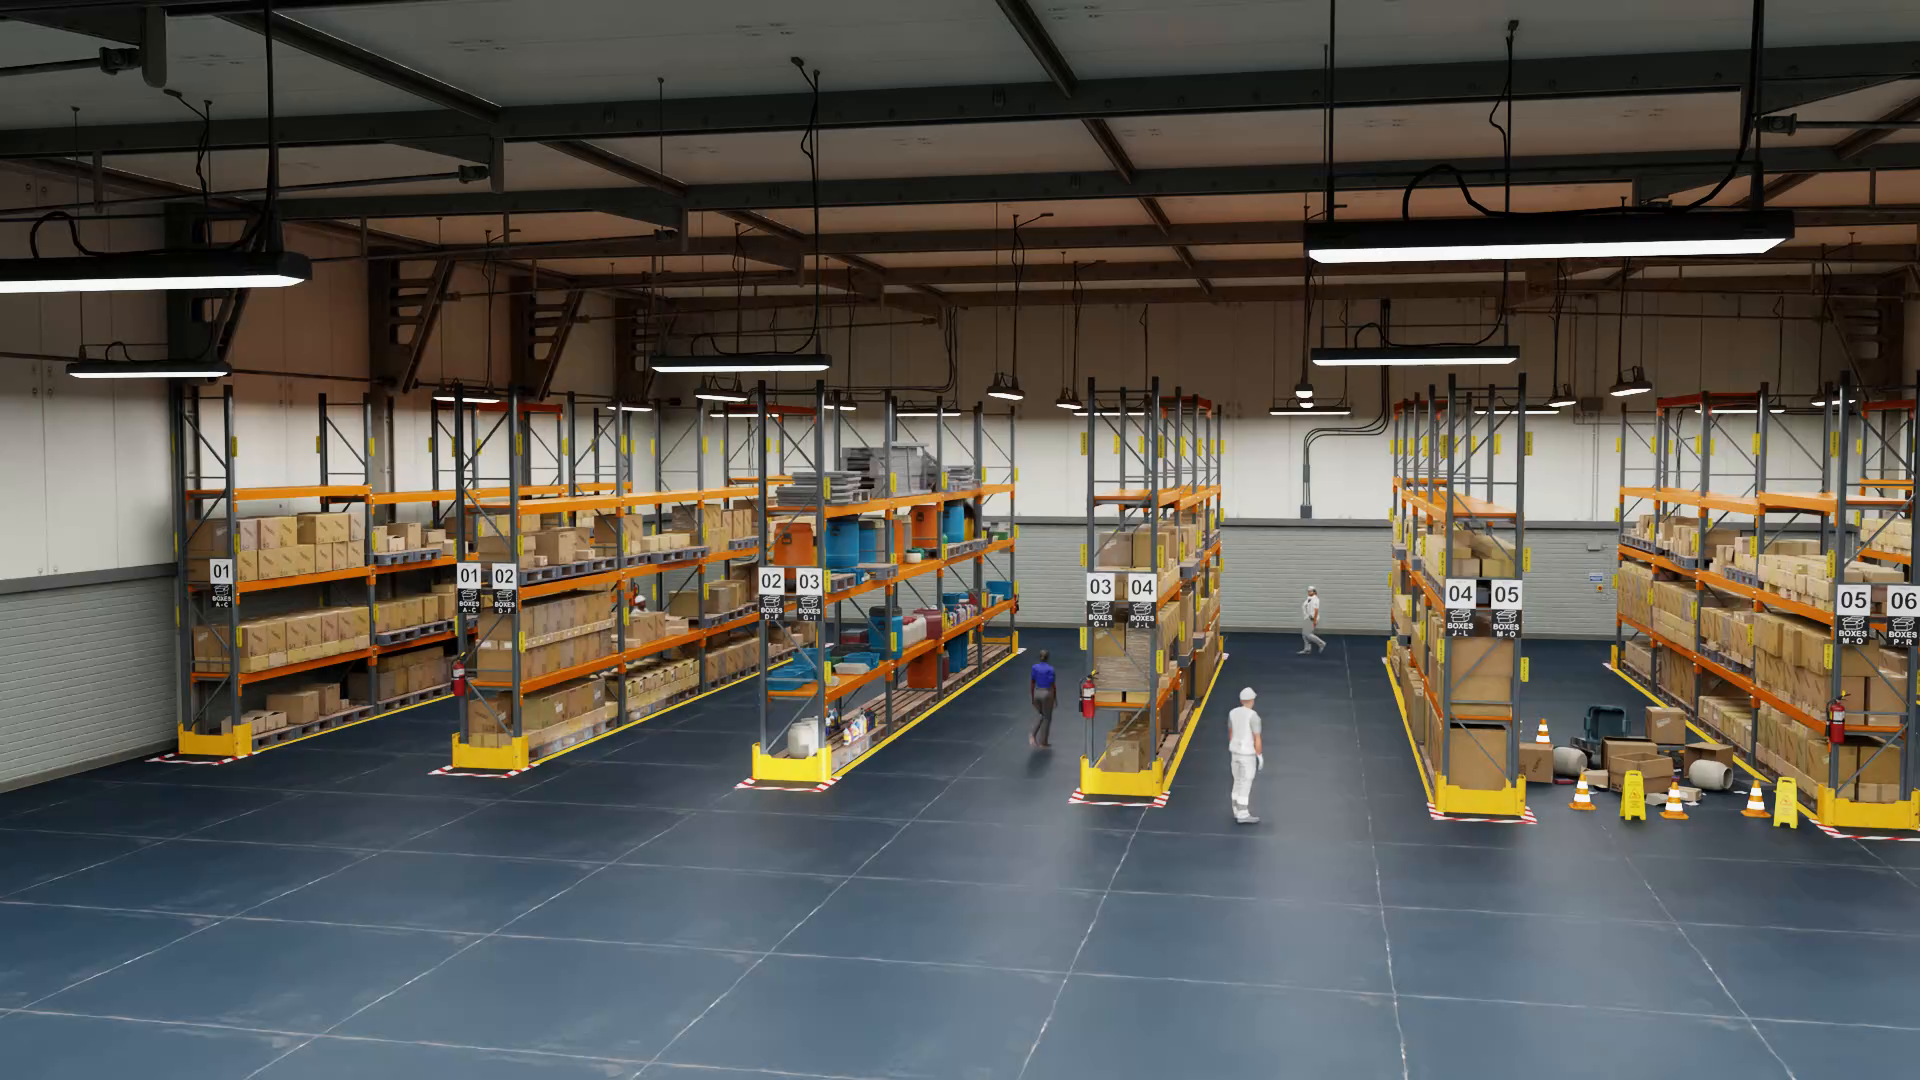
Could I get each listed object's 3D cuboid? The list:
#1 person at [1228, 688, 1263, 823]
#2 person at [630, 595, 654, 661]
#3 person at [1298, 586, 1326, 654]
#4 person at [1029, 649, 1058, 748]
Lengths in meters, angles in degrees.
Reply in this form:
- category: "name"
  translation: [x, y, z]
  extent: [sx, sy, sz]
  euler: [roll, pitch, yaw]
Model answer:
- category: "person"
  translation: [3.843, 2.866, 22.178]
  extent: [0.442, 1.810, 0.590]
  euler: [-2, 4, -32]
- category: "person"
  translation: [-6.881, 2.094, 36.183]
  extent: [0.474, 1.785, 0.629]
  euler: [3, 4, 44]
- category: "person"
  translation: [8.456, 1.927, 39.992]
  extent: [0.585, 1.650, 0.482]
  euler: [0, 3, 1]
- category: "person"
  translation: [1.386, 2.628, 27.522]
  extent: [0.466, 1.638, 0.441]
  euler: [-3, 4, -44]
